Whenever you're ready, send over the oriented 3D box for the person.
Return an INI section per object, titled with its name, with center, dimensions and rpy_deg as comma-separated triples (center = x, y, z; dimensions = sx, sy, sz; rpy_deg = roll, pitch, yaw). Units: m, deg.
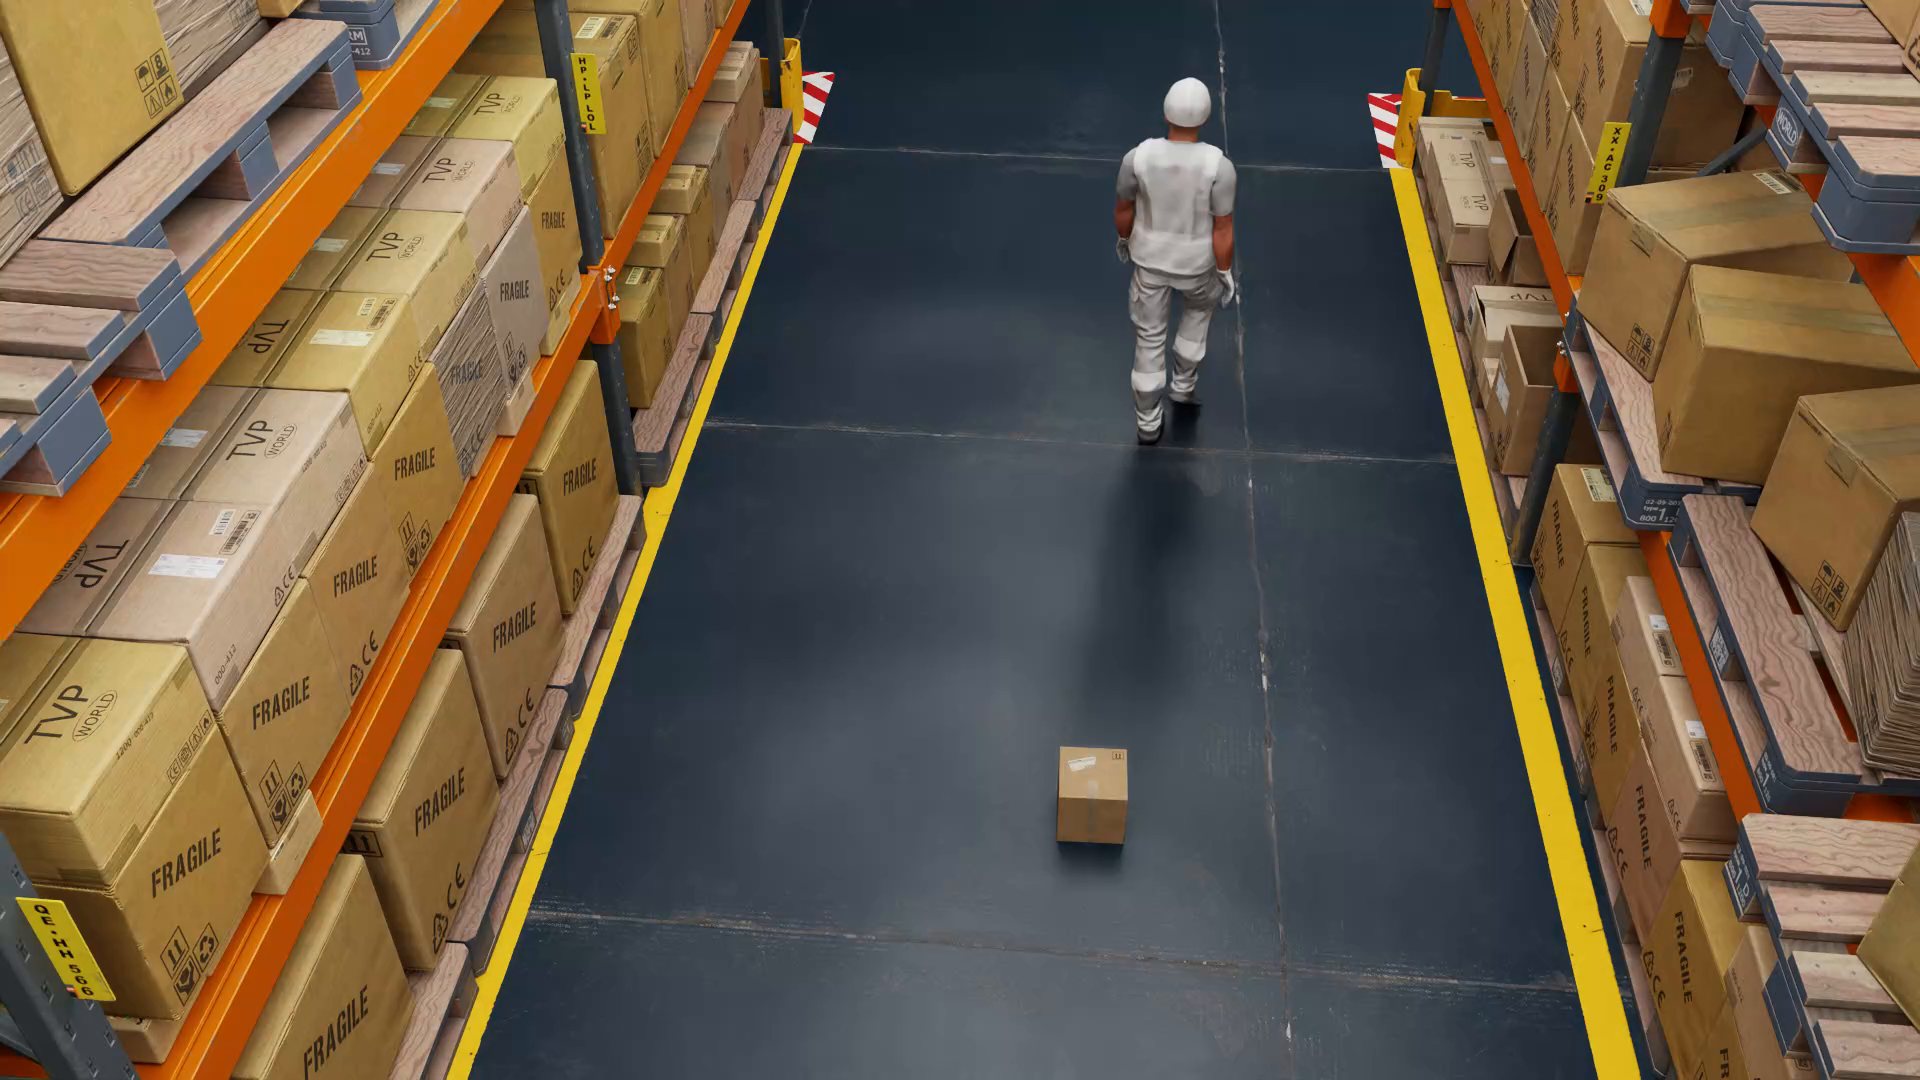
[person]
center = 0.991, -1.279, 7.686
dimensions = 0.588, 1.846, 0.534
rpy_deg = 9, 40, 10
